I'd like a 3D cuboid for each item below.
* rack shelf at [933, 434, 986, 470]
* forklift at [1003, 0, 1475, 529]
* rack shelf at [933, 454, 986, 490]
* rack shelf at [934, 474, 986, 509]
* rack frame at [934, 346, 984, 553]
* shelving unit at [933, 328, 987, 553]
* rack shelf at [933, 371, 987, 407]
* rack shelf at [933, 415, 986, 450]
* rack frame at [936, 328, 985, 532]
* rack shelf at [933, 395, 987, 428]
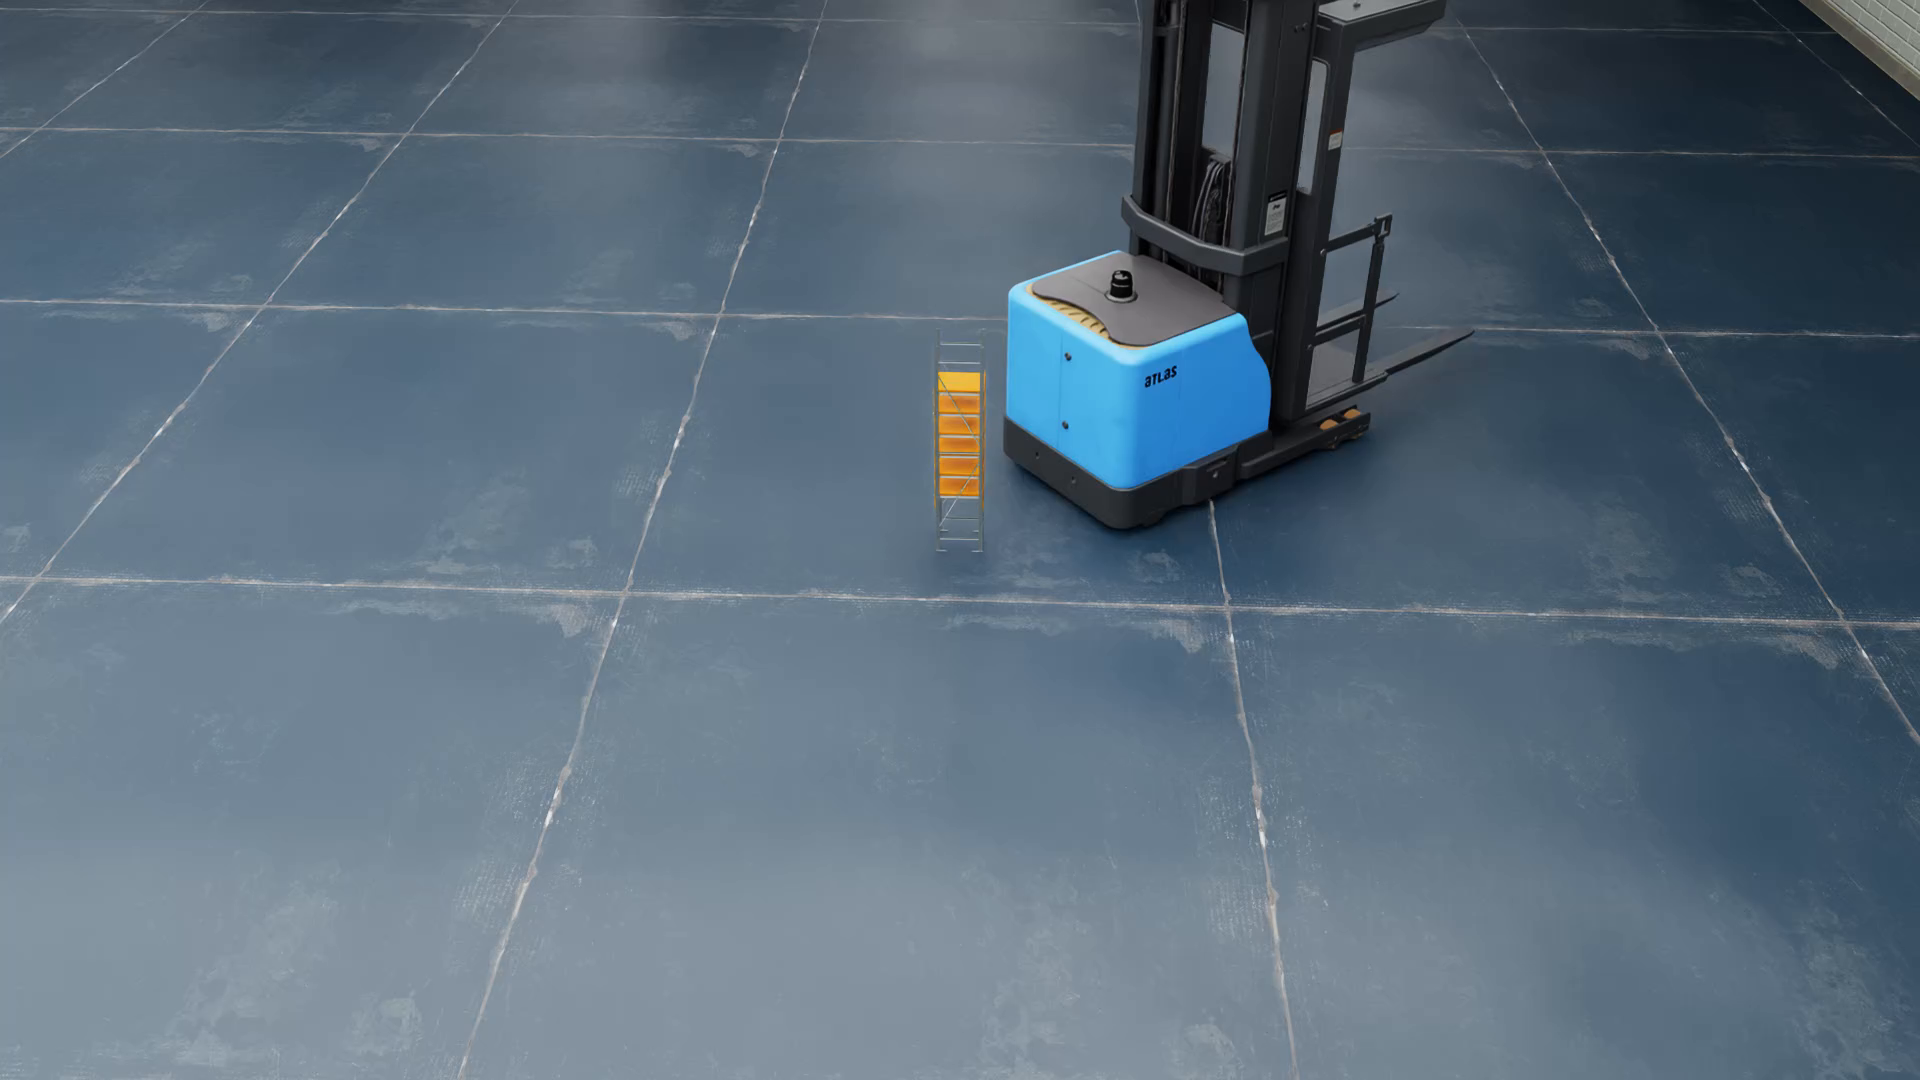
[{"bbox_3d":[-0.001,-0.446,8.364,0.258,0.103,0.180,1,35,2],"label":"rack shelf"},{"bbox_3d":[1.726,-1.934,8.898,3.031,2.935,1.130,-23,41,-29],"label":"forklift"},{"bbox_3d":[-0.001,-0.348,8.433,0.258,0.103,0.180,1,35,2],"label":"rack shelf"},{"bbox_3d":[-0.001,-0.250,8.502,0.258,0.103,0.180,1,35,2],"label":"rack shelf"},{"bbox_3d":[-0.004,-0.430,8.264,0.240,1.200,0.006,1,35,2],"label":"rack frame"},{"bbox_3d":[-0.001,-0.483,8.339,0.258,1.200,0.189,1,35,2],"label":"shelving unit"},{"bbox_3d":[-0.001,-0.741,8.157,0.258,0.103,0.180,1,35,2],"label":"rack shelf"},{"bbox_3d":[-0.001,-0.544,8.295,0.258,0.103,0.180,1,35,2],"label":"rack shelf"},{"bbox_3d":[0.003,-0.535,8.414,0.240,1.200,0.006,1,35,2],"label":"rack frame"},{"bbox_3d":[-0.001,-0.643,8.226,0.258,0.103,0.180,1,35,2],"label":"rack shelf"}]
